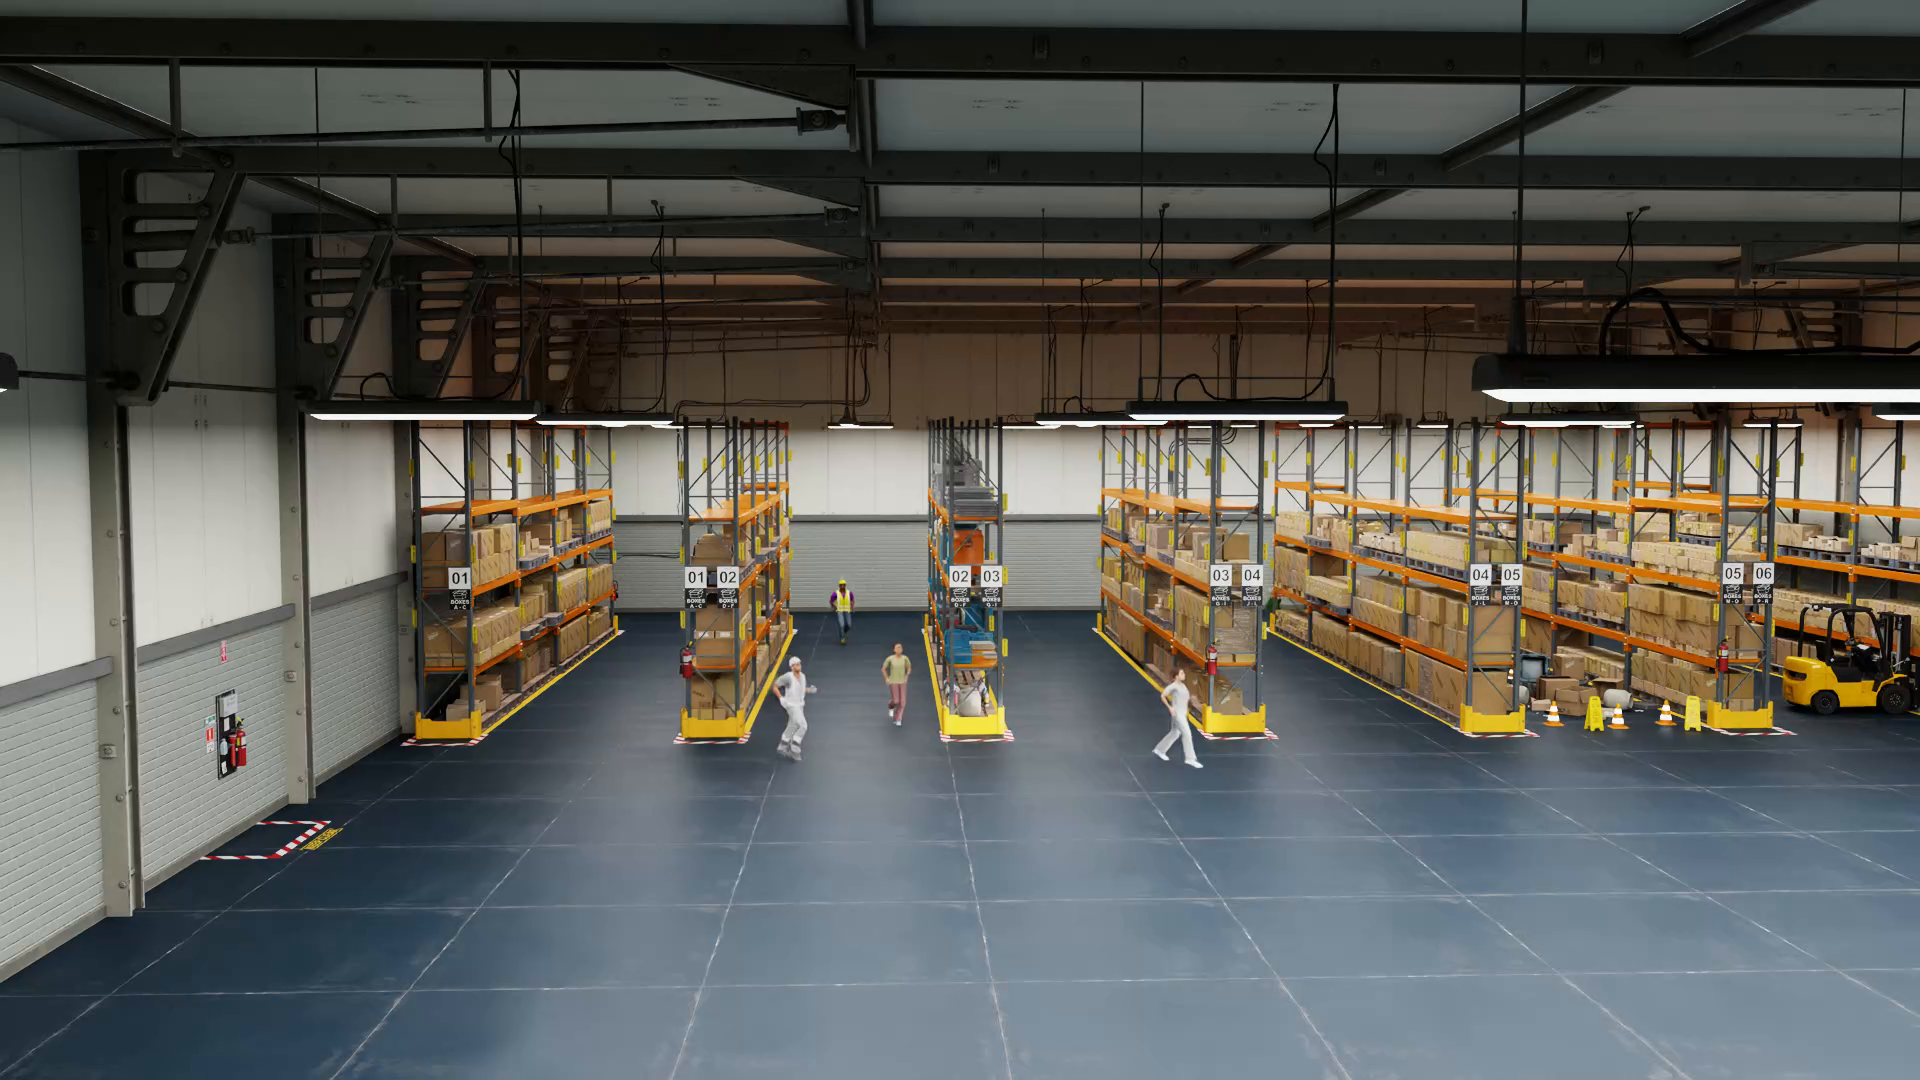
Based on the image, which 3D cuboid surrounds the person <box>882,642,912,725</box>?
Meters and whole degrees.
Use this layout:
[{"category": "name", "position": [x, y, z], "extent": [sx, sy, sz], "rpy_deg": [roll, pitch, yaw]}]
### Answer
[{"category": "person", "position": [-1.213, 2.801, 32.439], "extent": [0.580, 1.612, 0.558], "rpy_deg": [-1, 4, -16]}]

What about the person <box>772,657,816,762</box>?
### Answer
[{"category": "person", "position": [-2.867, 2.952, 29.038], "extent": [0.754, 1.838, 0.616], "rpy_deg": [2, 4, 28]}]

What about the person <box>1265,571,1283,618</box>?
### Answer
[{"category": "person", "position": [9.367, 1.673, 49.146], "extent": [0.615, 1.710, 0.782], "rpy_deg": [0, 4, 0]}]

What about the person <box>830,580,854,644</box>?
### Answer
[{"category": "person", "position": [-3.159, 1.936, 44.879], "extent": [0.696, 1.718, 0.603], "rpy_deg": [-1, 4, -16]}]

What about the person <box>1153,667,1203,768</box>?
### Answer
[{"category": "person", "position": [3.729, 3.021, 28.427], "extent": [0.919, 1.661, 0.553], "rpy_deg": [2, 4, 26]}]
